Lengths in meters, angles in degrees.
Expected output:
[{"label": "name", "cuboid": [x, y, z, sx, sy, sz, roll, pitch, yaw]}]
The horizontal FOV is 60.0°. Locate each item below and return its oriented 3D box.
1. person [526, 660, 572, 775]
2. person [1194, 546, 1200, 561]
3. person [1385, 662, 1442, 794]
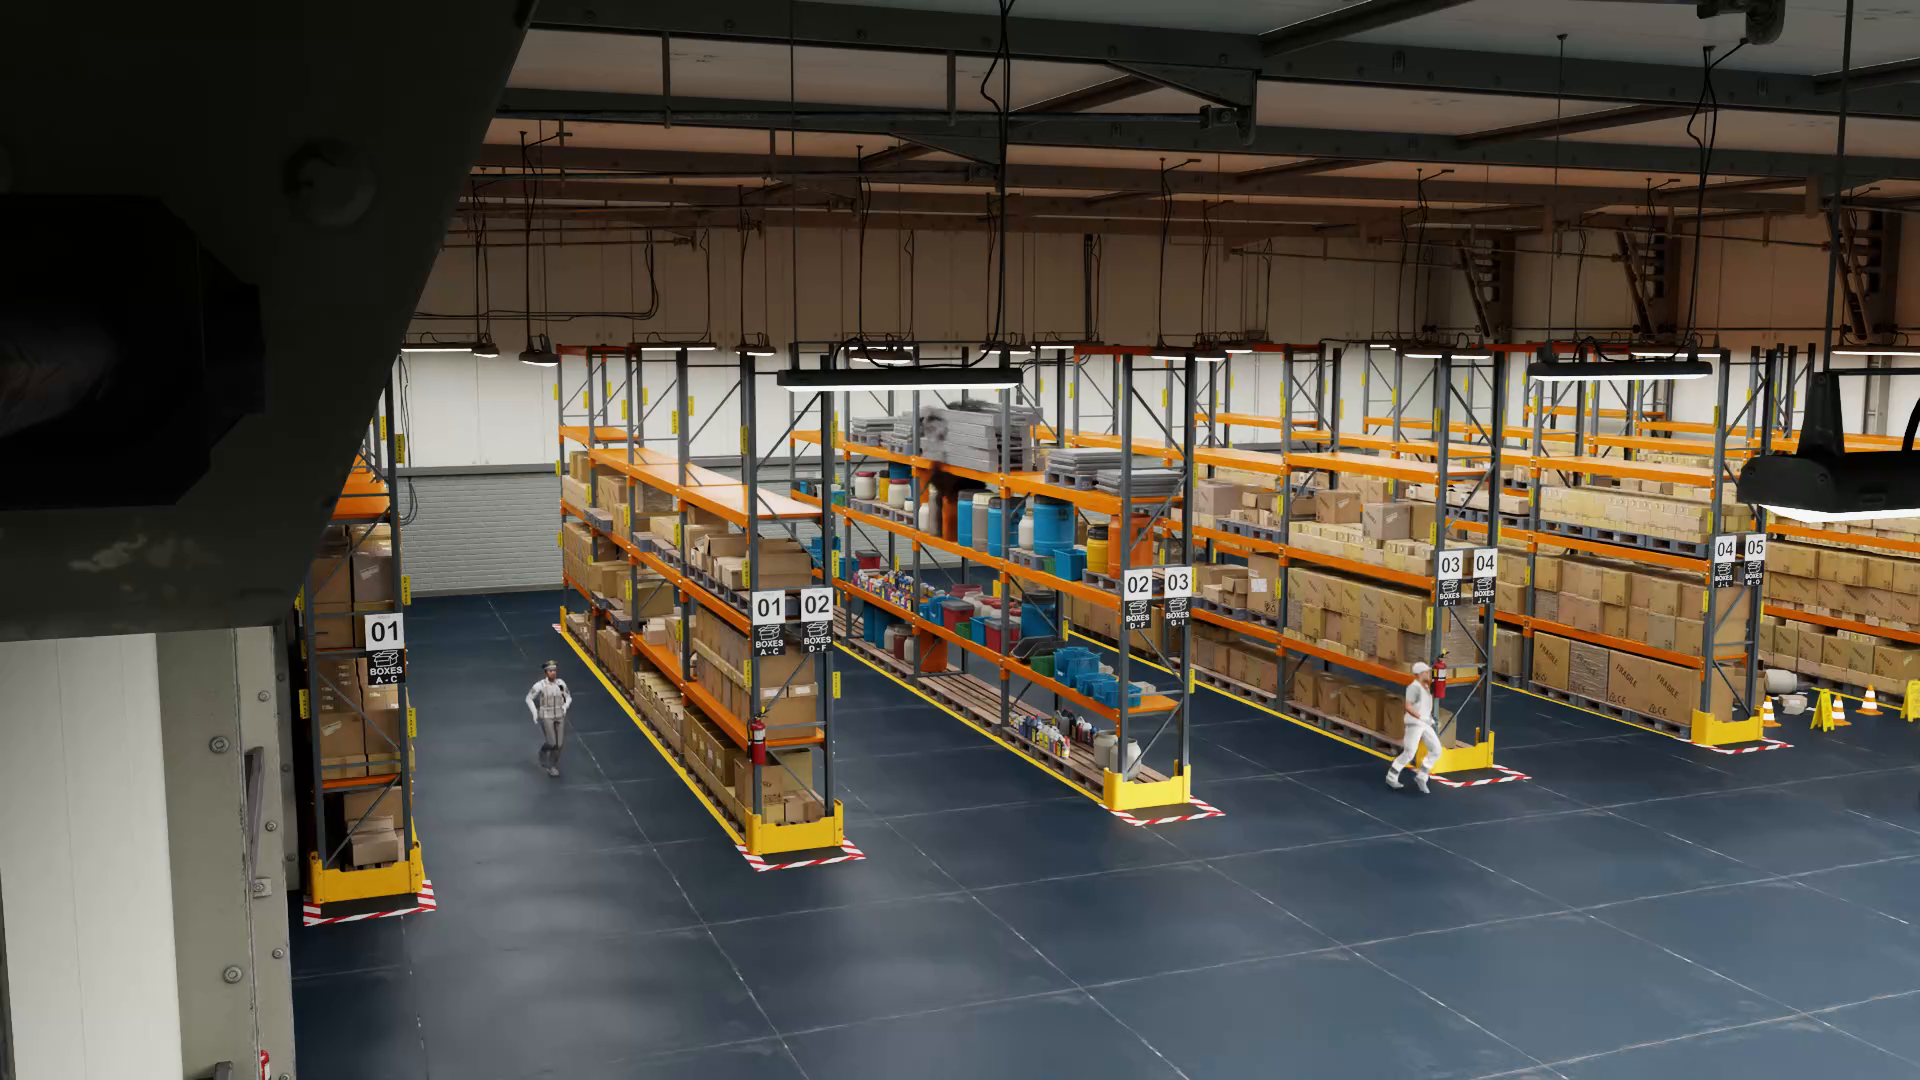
[{"label": "person", "cuboid": [-5.772, 2.526, 23.573, 0.615, 1.658, 0.530, -5, 9, -34]}, {"label": "person", "cuboid": [5.843, 0.290, 41.517, 0.770, 1.568, 0.572, 1, 7, 5]}, {"label": "person", "cuboid": [6.307, 2.568, 22.886, 0.679, 1.783, 0.717, 6, 10, 40]}]
